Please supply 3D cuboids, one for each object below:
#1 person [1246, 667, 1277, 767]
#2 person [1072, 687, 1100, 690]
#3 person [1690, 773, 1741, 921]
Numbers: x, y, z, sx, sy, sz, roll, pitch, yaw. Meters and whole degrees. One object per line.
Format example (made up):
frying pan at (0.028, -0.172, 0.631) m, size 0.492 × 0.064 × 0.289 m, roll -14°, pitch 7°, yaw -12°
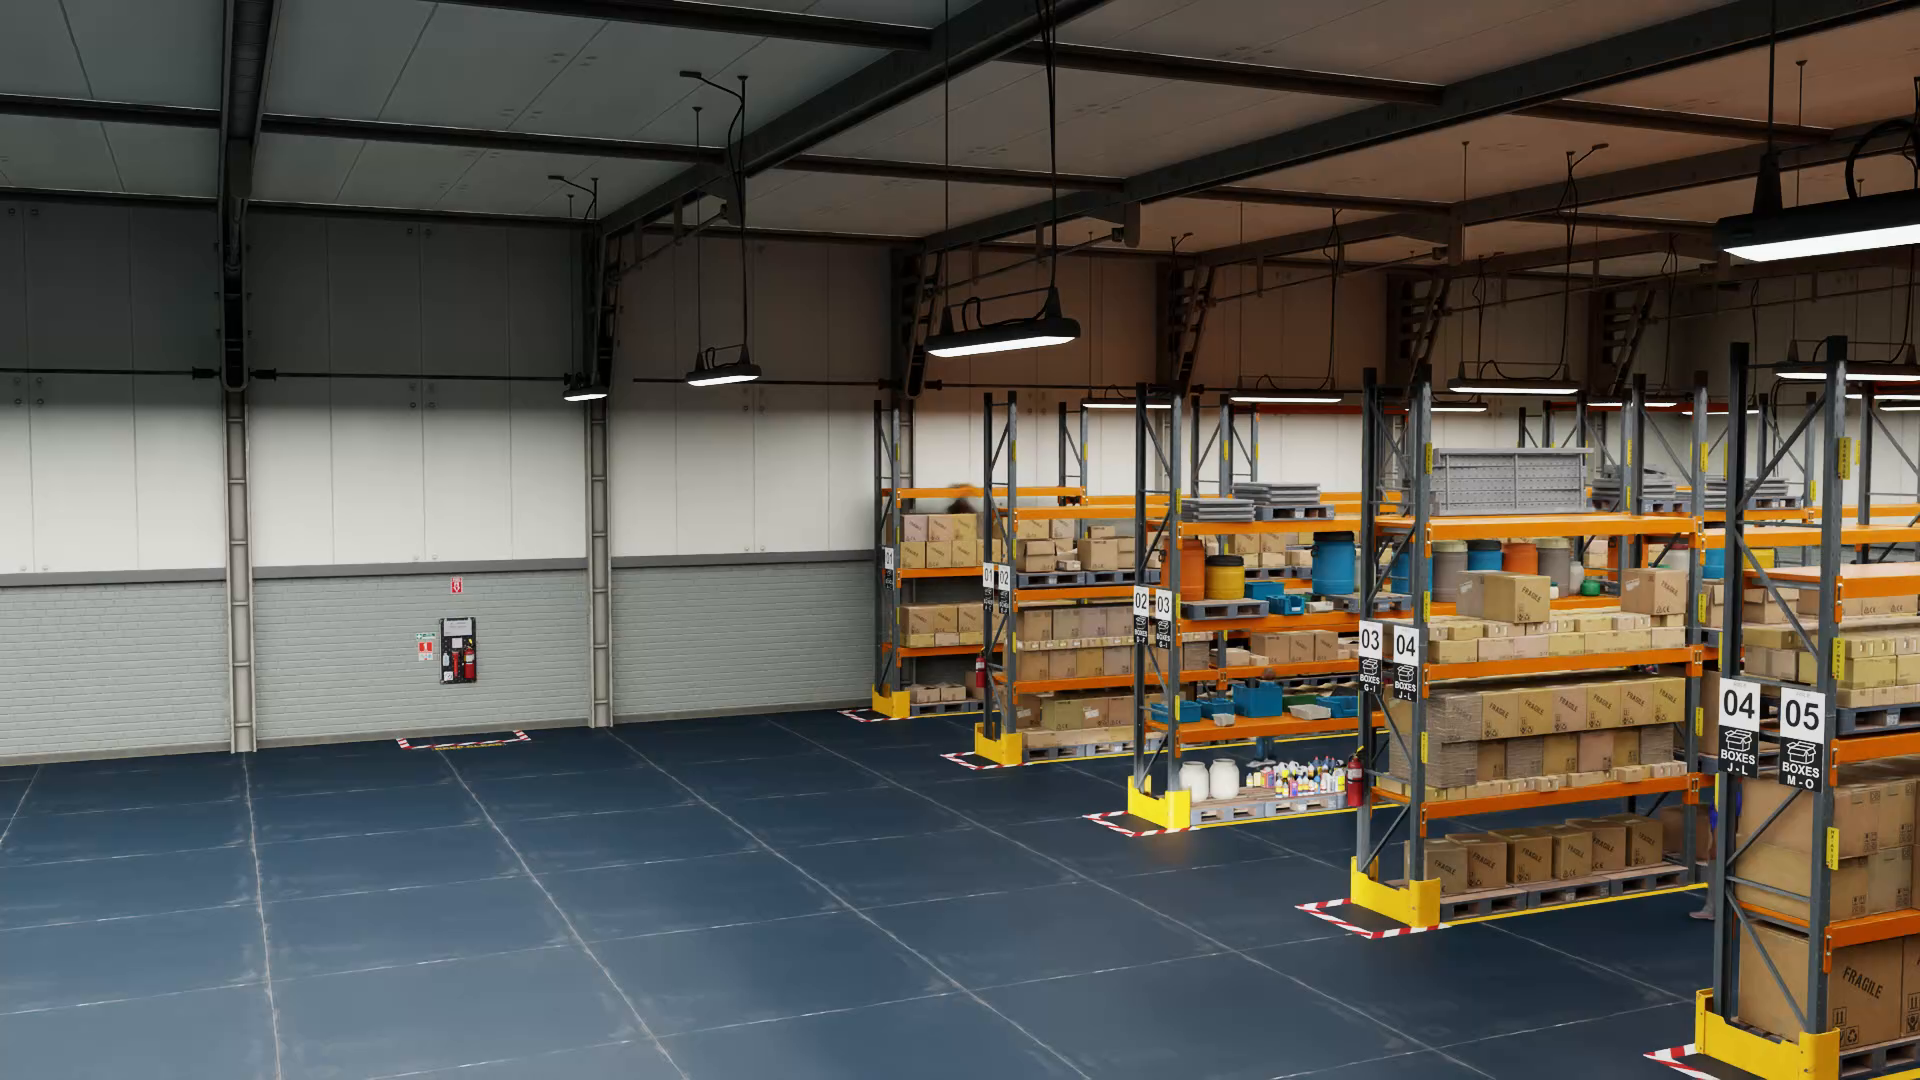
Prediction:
person at (4.835, 2.835, 26.619) m, size 0.489 × 1.614 × 0.438 m, roll 1°, pitch 3°, yaw 14°
person at (2.299, 2.602, 29.749) m, size 1.030 × 1.663 × 0.547 m, roll -1°, pitch 4°, yaw -24°
person at (8.240, 3.352, 18.065) m, size 0.533 × 1.551 × 0.471 m, roll 1°, pitch 4°, yaw 24°
